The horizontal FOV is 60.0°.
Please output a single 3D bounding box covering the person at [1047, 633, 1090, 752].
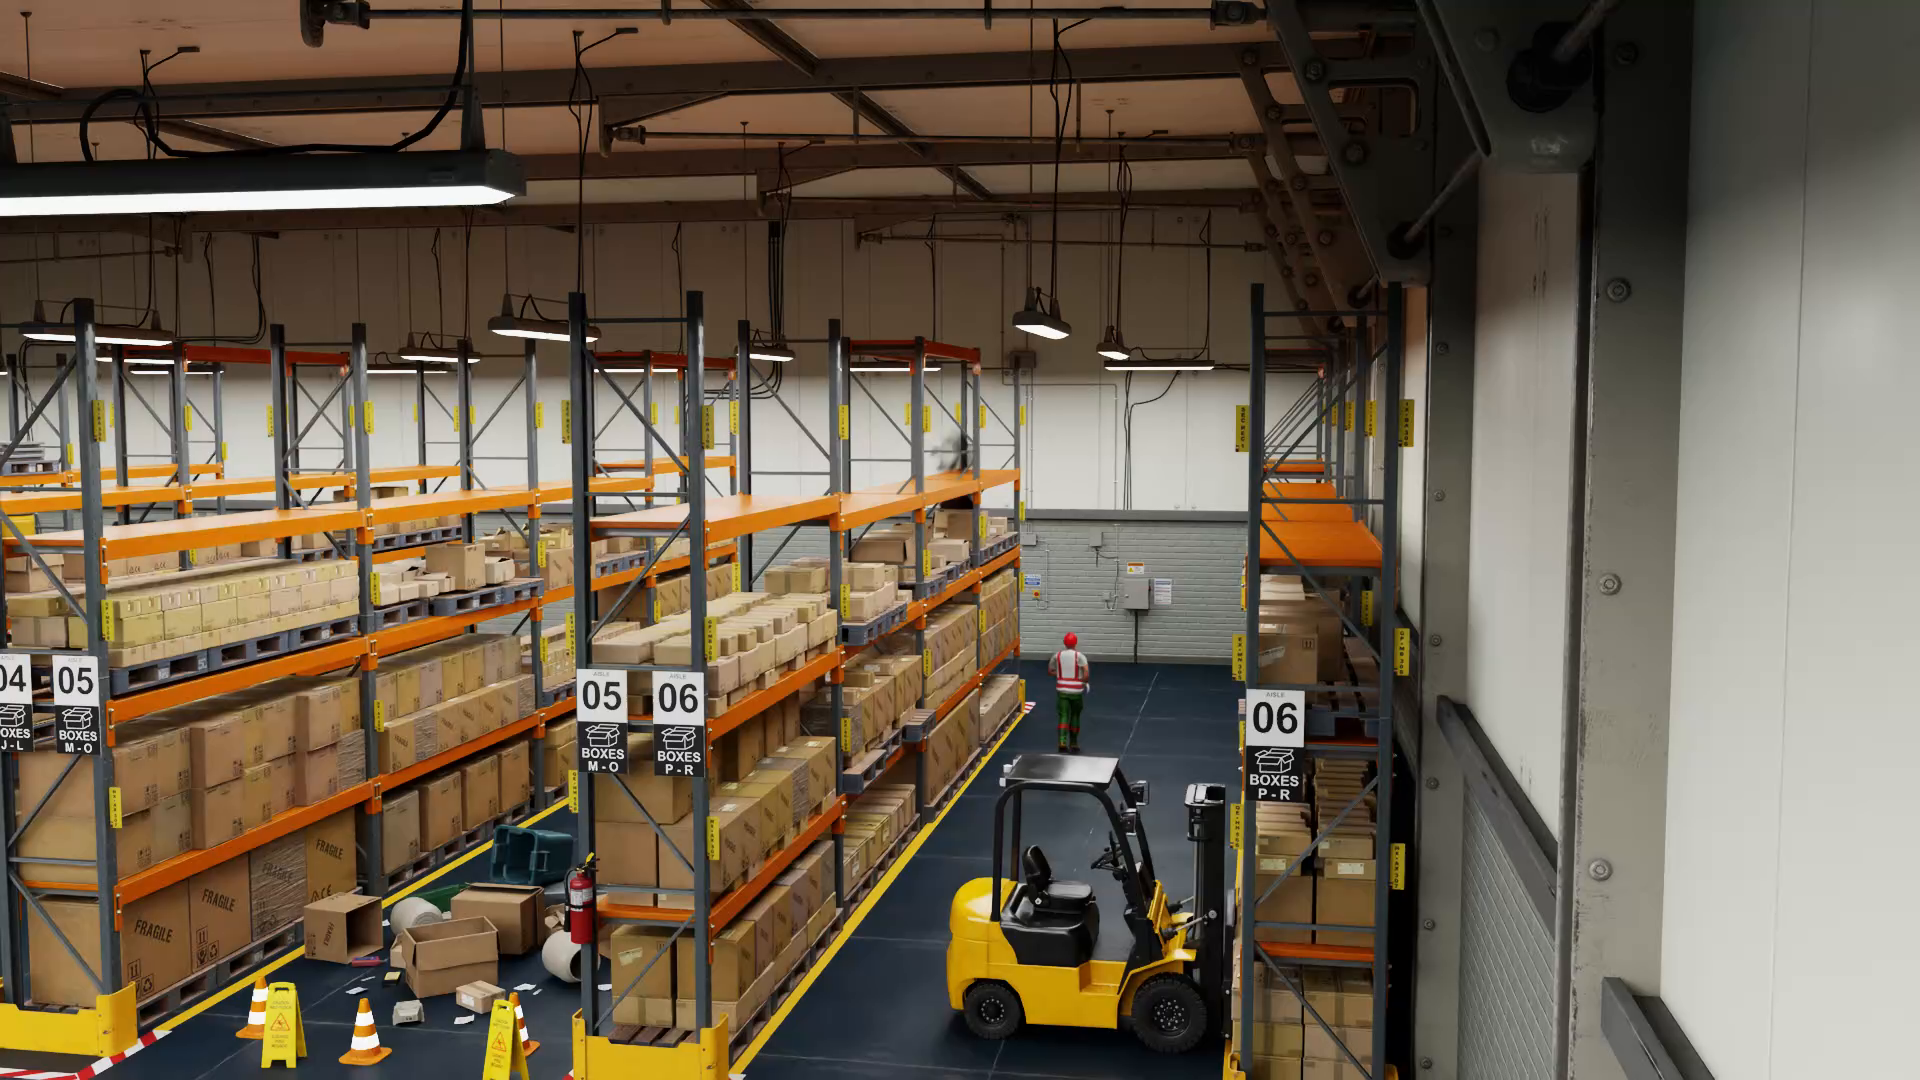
[{"bbox_3d":[1.617,2.278,24.721,0.651,1.807,0.849,1,5,10],"label":"person"}]
